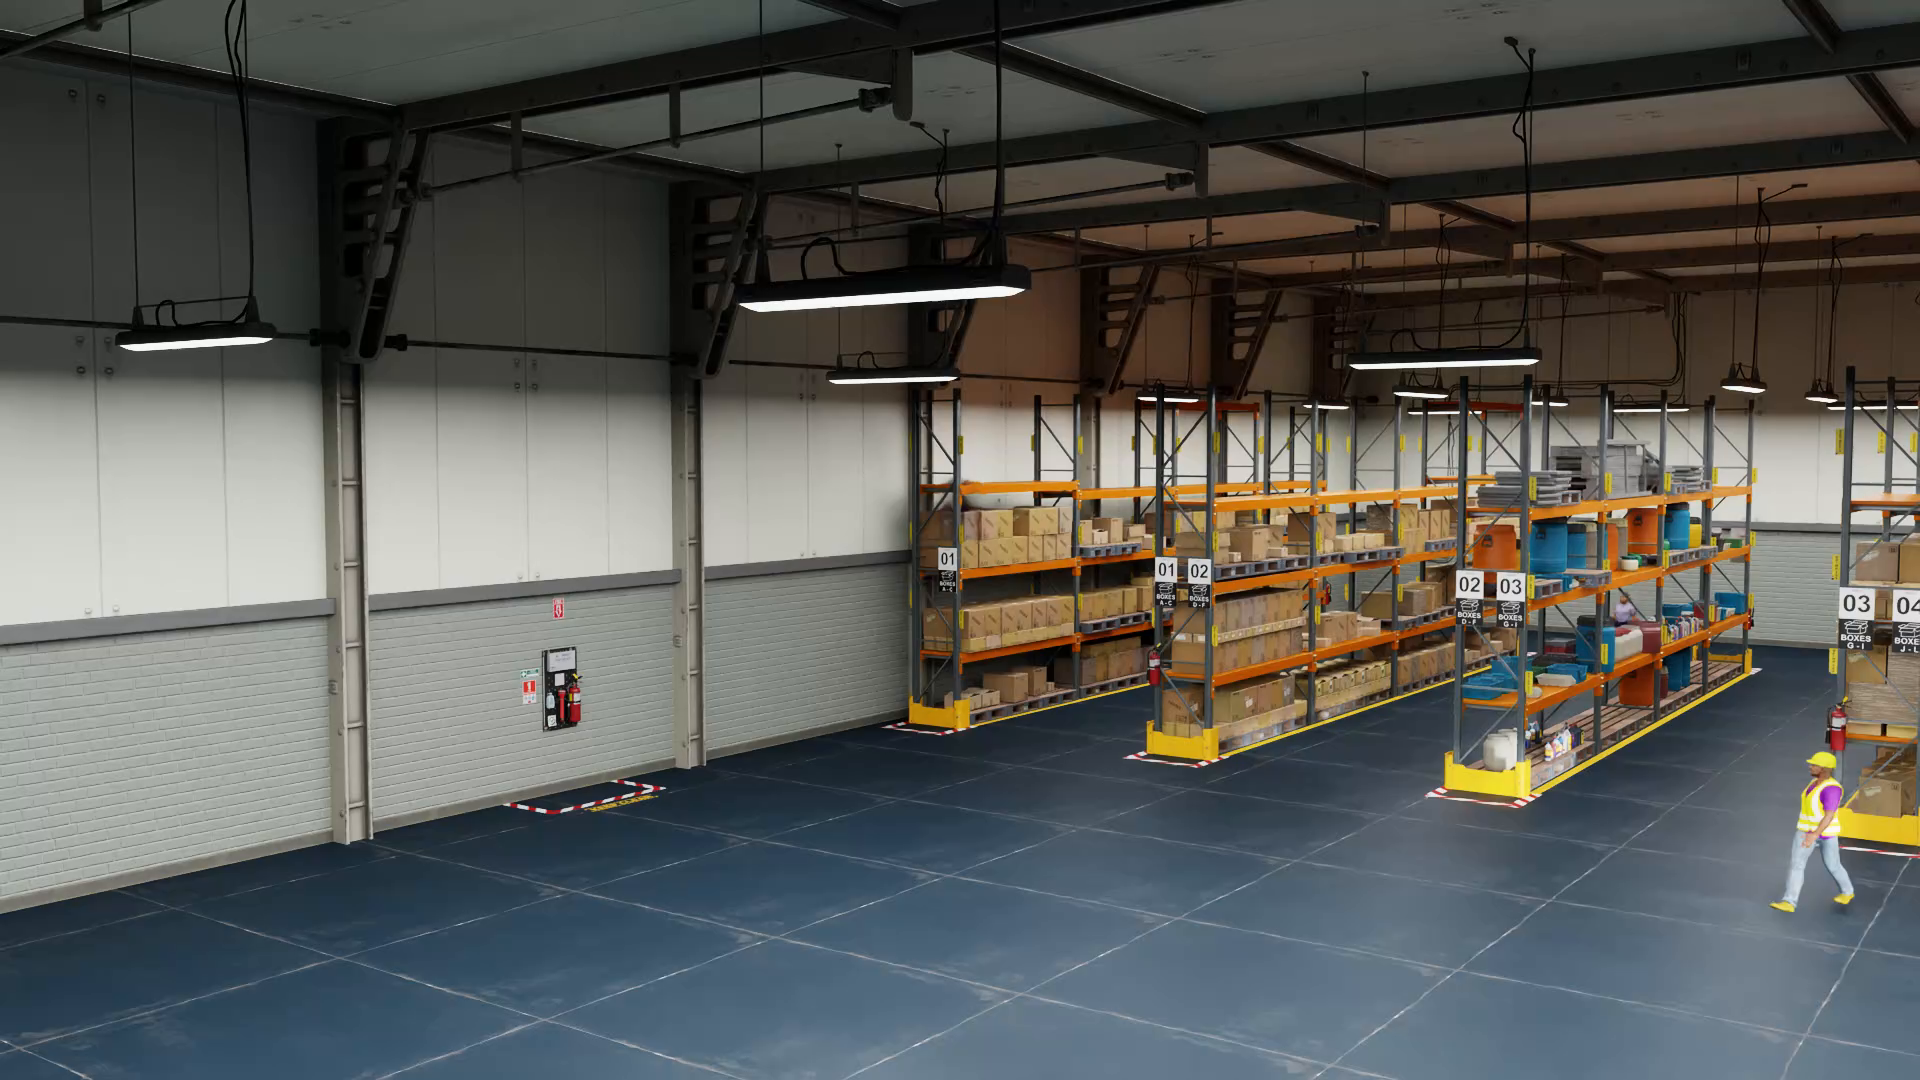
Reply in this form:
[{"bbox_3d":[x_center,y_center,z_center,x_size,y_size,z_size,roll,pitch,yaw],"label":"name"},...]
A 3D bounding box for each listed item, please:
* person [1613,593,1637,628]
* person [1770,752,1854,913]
[{"bbox_3d":[15.316,2.013,38.367,0.523,1.602,0.936,3,4,40],"label":"person"},{"bbox_3d":[9.197,3.129,17.799,1.081,1.726,0.502,-2,4,-35],"label":"person"}]
